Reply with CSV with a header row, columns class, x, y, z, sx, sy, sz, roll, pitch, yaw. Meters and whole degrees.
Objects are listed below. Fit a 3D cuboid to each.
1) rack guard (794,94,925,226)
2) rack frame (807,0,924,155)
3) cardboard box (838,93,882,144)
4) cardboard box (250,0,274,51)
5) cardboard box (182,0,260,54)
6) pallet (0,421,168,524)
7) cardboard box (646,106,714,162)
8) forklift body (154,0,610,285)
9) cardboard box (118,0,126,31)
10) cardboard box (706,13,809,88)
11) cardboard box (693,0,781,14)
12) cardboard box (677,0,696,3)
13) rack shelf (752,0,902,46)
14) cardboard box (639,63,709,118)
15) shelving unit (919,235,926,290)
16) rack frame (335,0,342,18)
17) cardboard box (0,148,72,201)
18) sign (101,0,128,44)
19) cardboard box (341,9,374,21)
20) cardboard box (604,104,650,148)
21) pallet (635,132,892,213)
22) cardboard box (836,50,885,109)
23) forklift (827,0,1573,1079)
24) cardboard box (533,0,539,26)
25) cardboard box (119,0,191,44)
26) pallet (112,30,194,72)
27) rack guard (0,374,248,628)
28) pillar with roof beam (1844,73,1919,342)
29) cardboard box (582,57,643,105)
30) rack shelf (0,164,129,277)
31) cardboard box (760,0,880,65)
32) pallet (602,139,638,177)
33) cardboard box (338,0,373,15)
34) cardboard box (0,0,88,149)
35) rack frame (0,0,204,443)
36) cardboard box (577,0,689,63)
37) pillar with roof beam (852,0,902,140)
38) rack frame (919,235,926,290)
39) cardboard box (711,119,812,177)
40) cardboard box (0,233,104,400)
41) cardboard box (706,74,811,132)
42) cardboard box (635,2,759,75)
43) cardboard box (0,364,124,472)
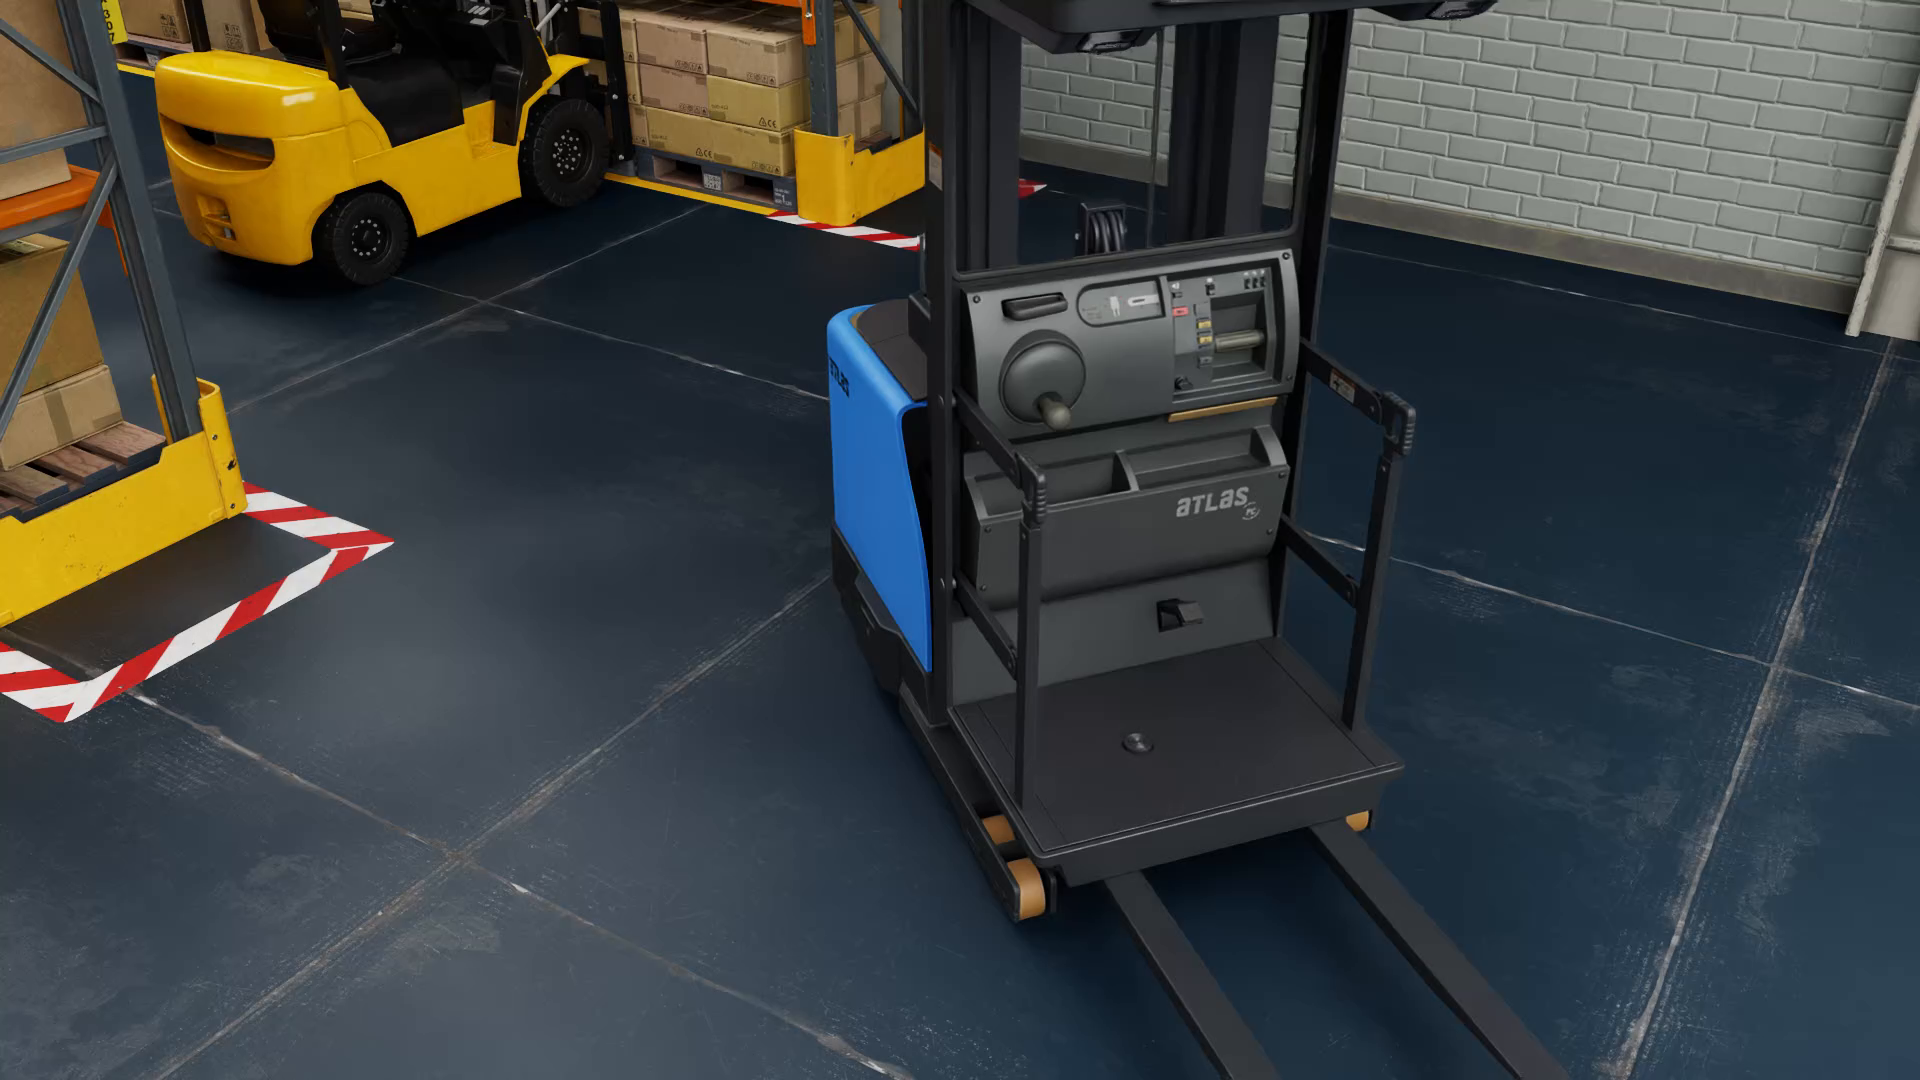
class,x,y,z,sx,sy,sz,roll,pitch,yaw
rack guard,-0.482,-2.240,9.594,0.348,0.500,1.175,18,35,27
rack frame,-0.503,-3.327,8.975,0.127,3.000,1.000,18,35,27
cardboard box,-0.815,-2.535,9.931,0.500,0.250,0.500,18,35,28
cardboard box,-4.338,-3.689,11.536,0.625,0.625,0.875,19,35,29
cardboard box,-4.992,-3.900,11.898,0.625,0.625,0.875,17,34,27
pallet,-3.872,-0.256,6.479,1.213,0.211,1.003,18,35,27
cardboard box,-1.485,-2.449,9.782,0.500,0.250,0.500,18,35,27
forklift body,-3.079,-2.689,8.725,1.214,2.155,2.313,18,35,27
cardboard box,-6.200,-4.281,12.551,0.625,0.625,0.875,19,35,29
cardboard box,-1.058,-2.742,9.294,0.500,0.250,0.500,19,35,29
cardboard box,-1.234,-3.094,9.896,0.500,0.250,0.500,18,35,27
cardboard box,-1.652,-3.233,10.134,0.500,0.250,0.500,17,34,27
rack shelf,-2.197,-3.552,10.075,4.000,0.370,1.077,18,35,27
cardboard box,-1.500,-2.672,9.669,0.500,0.250,0.500,17,34,27
shelving unit,0.008,-0.530,5.968,0.189,1.200,0.258,20,36,30
rack frame,-3.891,-4.398,10.812,0.127,3.000,1.000,18,35,27
cardboard box,-3.316,-1.278,5.713,0.250,0.149,0.380,18,35,28
sign,-2.850,-1.813,5.521,0.005,0.325,0.100,18,35,27
cardboard box,-3.645,-3.346,10.825,0.500,0.250,0.500,17,34,27
cardboard box,-1.904,-2.586,10.019,0.500,0.250,0.500,18,35,28
pallet,-1.173,-2.309,9.999,1.213,0.211,1.003,18,35,27
cardboard box,-0.790,-2.751,9.804,0.500,0.250,0.500,18,35,28
forklift,0.539,-0.477,4.159,1.130,2.935,3.031,-11,32,-17
cardboard box,-2.352,-3.147,9.987,0.500,0.250,0.500,17,34,26
cardboard box,-5.629,-4.100,12.242,0.625,0.625,0.875,16,34,25
pallet,-5.573,-3.701,12.384,1.213,0.211,1.003,18,35,27
rack guard,-3.203,-0.148,6.007,0.348,0.500,1.175,18,35,27
pillar with roof beam,2.180,-3.044,2.538,0.400,9.000,9.100,18,35,27
cardboard box,-1.949,-2.801,9.891,0.500,0.250,0.500,17,34,26
rack shelf,-4.832,-1.432,6.442,4.000,0.370,1.077,18,35,27
cardboard box,-0.809,-2.962,9.670,0.500,0.250,0.500,17,34,27
pallet,-2.202,-2.636,10.559,1.213,0.211,1.003,18,35,27
cardboard box,-3.648,-3.560,10.696,0.500,0.250,0.500,17,34,27
cardboard box,-3.392,-1.624,5.663,0.500,0.500,0.500,17,34,27
rack frame,-3.138,-1.207,5.342,0.127,3.000,1.000,18,35,27
cardboard box,-1.927,-3.008,9.748,0.500,0.250,0.500,18,35,28
pillar with roof beam,-2.902,-4.652,5.293,0.400,9.000,9.100,18,35,27
rack frame,-0.066,-0.557,6.015,0.006,1.200,0.240,20,36,30
cardboard box,-1.069,-2.311,9.547,0.500,0.250,0.500,18,35,28
cardboard box,-3.695,-0.865,6.324,0.500,0.500,0.500,16,34,26
cardboard box,-1.081,-2.533,9.431,0.500,0.250,0.500,17,34,27
cardboard box,-1.494,-2.877,9.524,0.500,0.250,0.500,18,35,28
cardboard box,-3.675,-0.535,6.502,0.500,0.250,0.500,17,34,27
